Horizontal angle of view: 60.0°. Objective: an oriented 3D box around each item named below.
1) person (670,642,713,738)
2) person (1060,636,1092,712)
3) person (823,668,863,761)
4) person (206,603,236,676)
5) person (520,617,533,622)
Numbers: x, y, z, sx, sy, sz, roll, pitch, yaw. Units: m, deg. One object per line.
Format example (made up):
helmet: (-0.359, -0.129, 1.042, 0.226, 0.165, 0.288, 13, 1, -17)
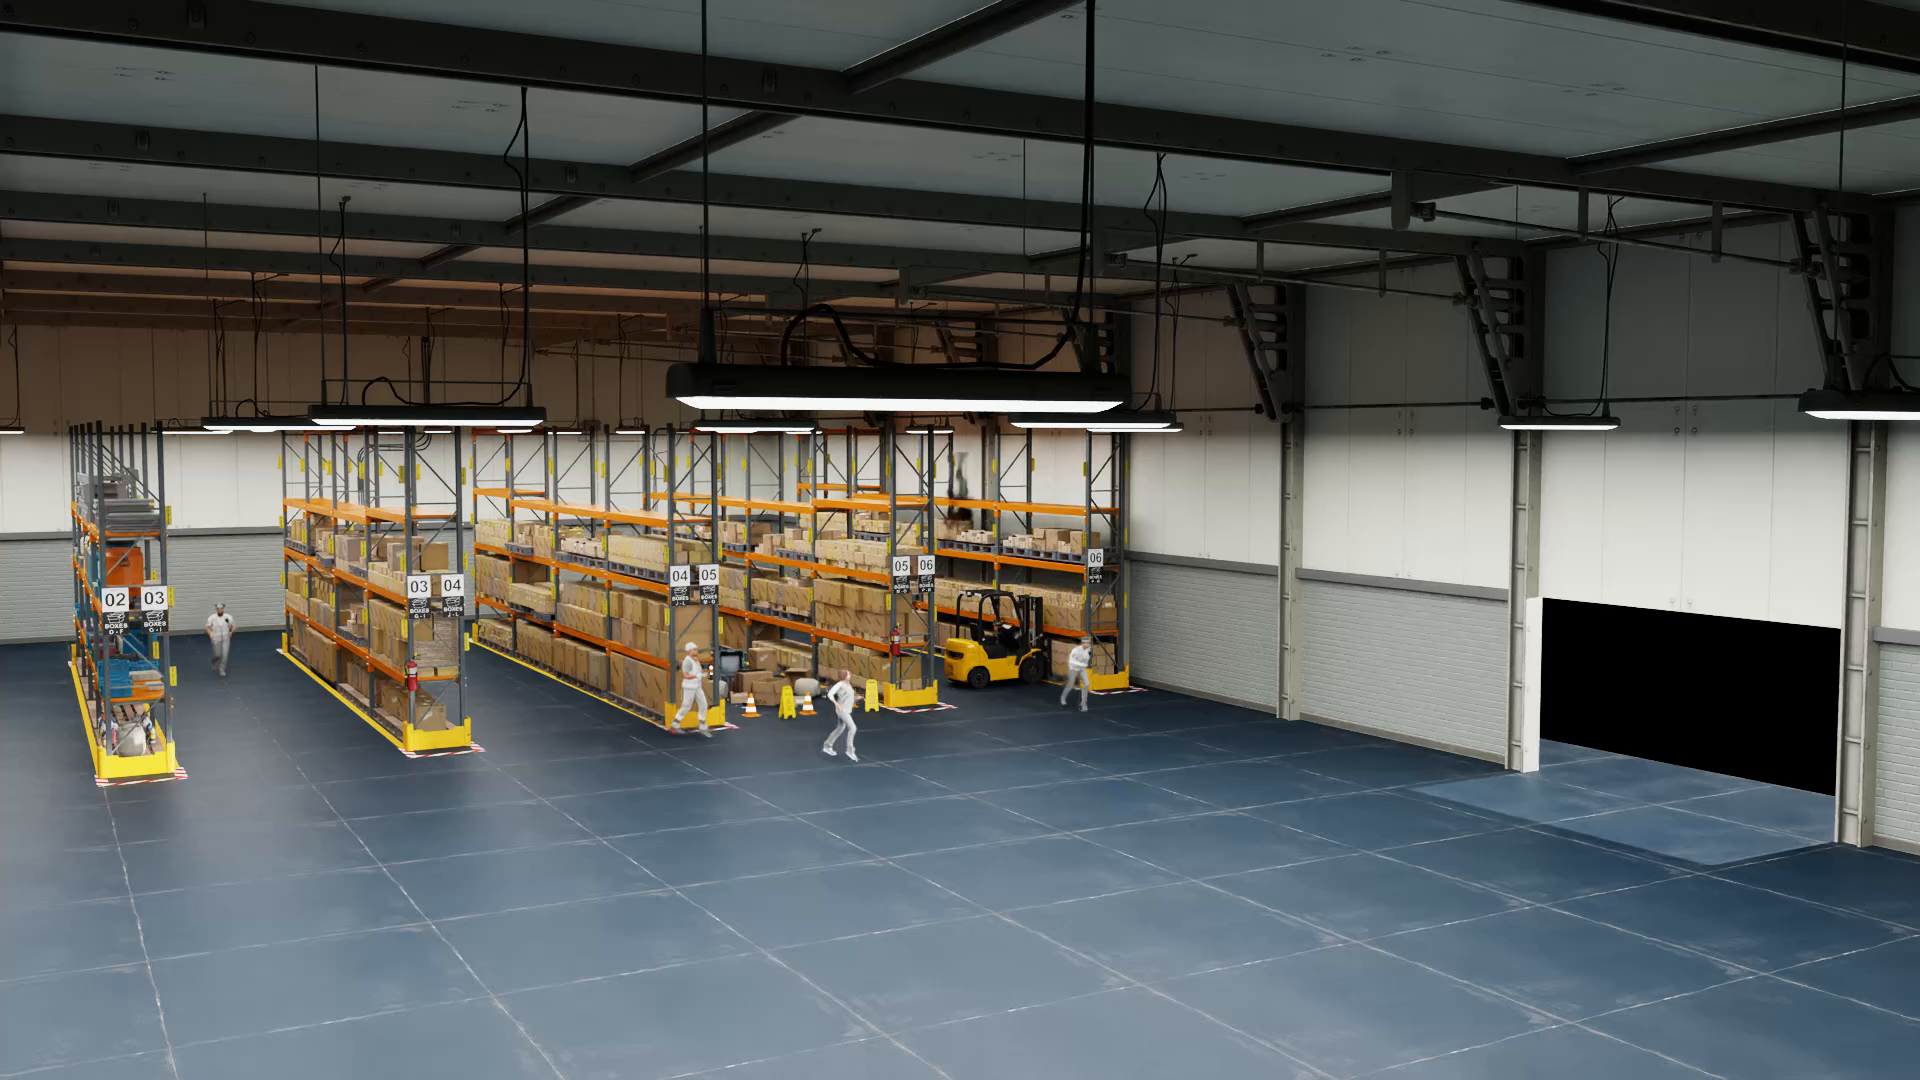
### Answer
person: (-5.142, 2.865, 31.706, 0.823, 1.844, 0.637, 1, 4, 18)
person: (2.445, 2.798, 35.001, 0.656, 1.623, 0.955, -2, 4, -35)
person: (-2.087, 3.147, 29.551, 0.736, 1.550, 0.522, 1, 4, 9)
person: (-17.813, 2.381, 40.089, 0.639, 1.758, 0.645, -2, 4, -32)
person: (-12.472, 1.895, 47.975, 0.902, 1.774, 0.727, 0, 4, 6)
